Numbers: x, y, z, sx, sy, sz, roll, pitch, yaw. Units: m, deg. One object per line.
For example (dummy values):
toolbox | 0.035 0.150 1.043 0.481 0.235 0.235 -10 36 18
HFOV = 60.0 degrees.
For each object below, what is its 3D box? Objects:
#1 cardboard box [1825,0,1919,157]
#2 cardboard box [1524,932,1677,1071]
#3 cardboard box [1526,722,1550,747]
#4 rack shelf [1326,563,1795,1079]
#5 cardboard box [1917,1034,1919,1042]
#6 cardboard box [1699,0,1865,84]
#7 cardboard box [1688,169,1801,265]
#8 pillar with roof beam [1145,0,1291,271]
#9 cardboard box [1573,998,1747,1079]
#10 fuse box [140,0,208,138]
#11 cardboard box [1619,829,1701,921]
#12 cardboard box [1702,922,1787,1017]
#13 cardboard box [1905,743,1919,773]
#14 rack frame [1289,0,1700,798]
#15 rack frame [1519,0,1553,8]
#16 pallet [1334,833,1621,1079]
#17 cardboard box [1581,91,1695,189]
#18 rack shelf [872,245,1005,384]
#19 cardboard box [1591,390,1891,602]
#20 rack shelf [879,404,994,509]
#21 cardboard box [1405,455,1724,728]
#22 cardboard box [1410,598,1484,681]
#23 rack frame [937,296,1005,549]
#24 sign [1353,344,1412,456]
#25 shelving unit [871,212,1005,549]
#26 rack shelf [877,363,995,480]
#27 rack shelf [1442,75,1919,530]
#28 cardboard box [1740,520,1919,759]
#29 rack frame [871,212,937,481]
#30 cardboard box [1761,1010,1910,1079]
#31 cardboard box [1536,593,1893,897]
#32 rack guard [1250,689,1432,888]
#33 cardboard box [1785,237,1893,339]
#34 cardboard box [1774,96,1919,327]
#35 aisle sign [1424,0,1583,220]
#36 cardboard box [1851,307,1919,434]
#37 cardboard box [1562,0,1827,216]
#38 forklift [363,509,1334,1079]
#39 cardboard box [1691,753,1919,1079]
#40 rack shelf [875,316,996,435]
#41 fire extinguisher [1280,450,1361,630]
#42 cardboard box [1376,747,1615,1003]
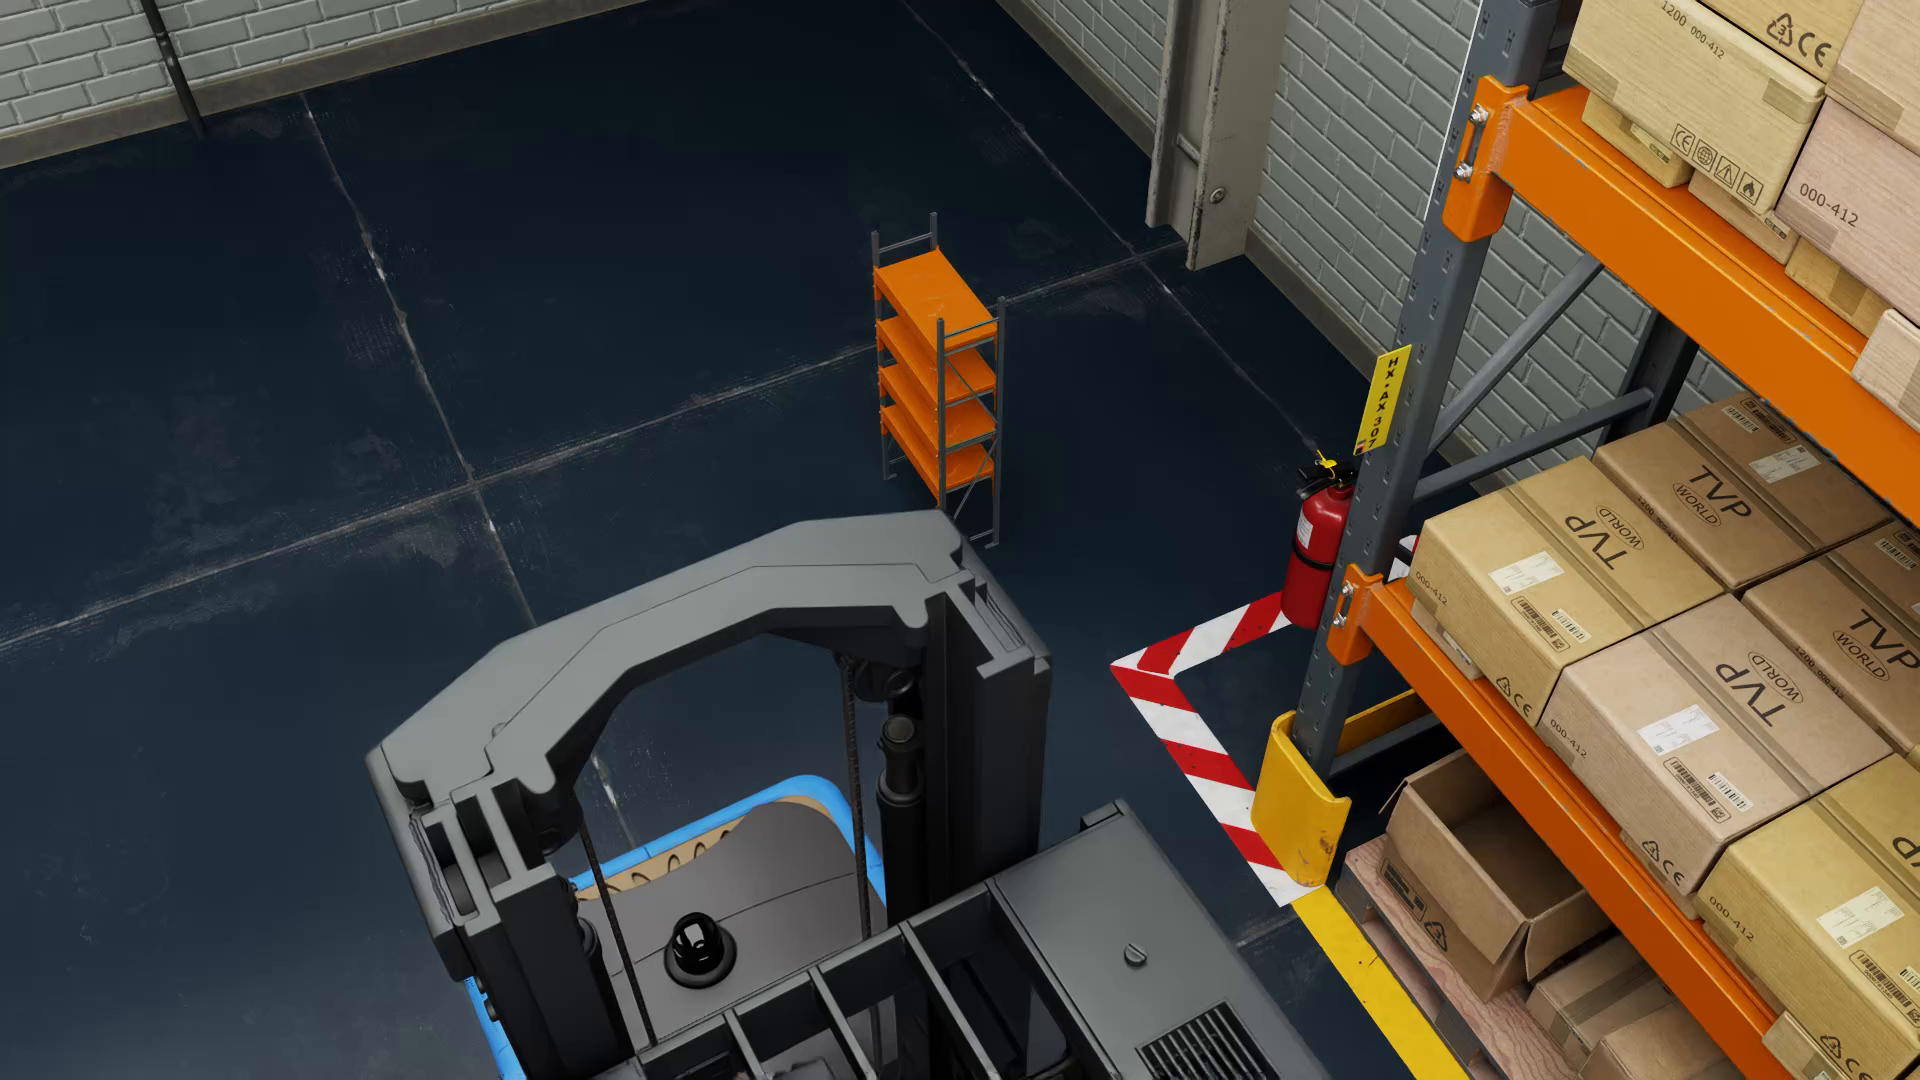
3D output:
cardboard box | 1.688 -0.703 2.449 0.500 0.250 0.500 -22 52 -18
cardboard box | 1.848 1.307 4.729 0.380 0.149 0.250 -23 53 -19
cardboard box | 1.557 0.318 4.146 0.380 0.149 0.250 -20 52 -17
rack shelf | 2.408 1.342 3.561 1.077 0.370 4.000 -21 52 -18
cardboard box | 2.147 0.872 2.899 0.500 0.500 0.500 -20 52 -17
cardboard box | 1.472 -1.050 2.753 0.500 0.250 0.500 -22 52 -18
cardboard box | 1.575 -0.678 3.024 0.380 0.149 0.250 -20 52 -17
pillar with roof beam | -2.768 -2.840 2.756 9.100 9.000 0.400 -21 52 -18
cardboard box | 2.045 1.479 4.345 0.700 0.500 0.500 -19 52 -16
fuse box | -3.586 -2.488 7.290 0.539 1.711 0.414 -21 52 -18
cardboard box | 1.769 0.673 3.836 0.380 0.149 0.250 -20 52 -16
cardboard box | 1.895 0.848 3.682 0.380 0.149 0.250 -20 52 -17
cardboard box | 2.396 0.613 3.623 0.500 0.250 0.500 -20 52 -16
rack frame | 1.493 -0.233 4.461 1.000 3.000 0.127 -21 52 -18
rack frame | 1.493 -2.208 2.203 1.000 3.000 0.127 -21 52 -18
pallet | 1.893 1.269 5.000 1.003 0.211 1.213 -21 52 -18
cardboard box | 1.432 -0.844 3.170 0.380 0.149 0.250 -20 52 -17
rack shelf | -0.076 -0.764 5.599 0.258 0.148 0.480 -21 52 -18
cardboard box | 1.939 -0.065 4.216 0.500 0.250 0.500 -20 52 -16
rack shelf | -0.076 -0.331 6.095 0.258 0.148 0.480 -21 52 -18
cardboard box | 1.461 0.115 4.059 0.500 0.250 0.500 -21 52 -17
cardboard box | 1.399 0.164 4.281 0.380 0.149 0.250 -22 52 -18
rack frame | 0.036 -0.342 5.752 0.240 1.200 0.015 -21 52 -18
sign | 1.010 -0.331 3.972 0.100 0.325 0.005 -21 52 -18
shelving unit | -0.076 -0.506 5.895 0.258 1.200 0.503 -21 52 -18
rack shelf | -0.076 -0.462 5.946 0.258 0.148 0.480 -21 52 -18
rack shelf | 2.408 0.355 2.432 1.077 0.370 4.000 -21 52 -18
cardboard box | 2.174 0.280 3.914 0.500 0.250 0.500 -21 52 -17
rack frame | -0.187 -0.669 6.038 0.240 1.200 0.015 -21 52 -18
cardboard box | 1.944 1.043 3.511 0.380 0.149 0.250 -23 53 -19
cardboard box | 1.692 0.452 3.764 0.500 0.250 0.500 -21 52 -17
rack guard | 1.527 0.641 5.357 1.175 0.500 0.348 -21 52 -18
cardboard box | 1.677 -0.500 2.869 0.380 0.149 0.250 -21 52 -17
cardboard box | 1.704 -0.545 2.643 0.500 0.250 0.500 -20 52 -17
aisle sign | 1.200 -1.033 3.434 0.394 0.787 0.004 -21 52 -18
cardboard box | 1.700 -0.298 2.692 0.380 0.149 0.250 -20 52 -17
cardboard box | 1.453 -0.878 2.934 0.500 0.250 0.500 -22 52 -18
forklift | -0.064 1.475 3.013 1.130 2.935 3.031 -23 53 -19
cardboard box | 1.926 0.790 3.468 0.500 0.250 0.500 -22 52 -18
rack shelf | -0.076 -0.609 5.778 0.258 0.148 0.480 -21 52 -18
fire extinguisher | 1.014 -0.024 4.577 0.296 0.674 0.183 -21 52 -18
cardboard box | 1.688 0.893 4.856 0.797 0.503 0.637 -23 53 -19
